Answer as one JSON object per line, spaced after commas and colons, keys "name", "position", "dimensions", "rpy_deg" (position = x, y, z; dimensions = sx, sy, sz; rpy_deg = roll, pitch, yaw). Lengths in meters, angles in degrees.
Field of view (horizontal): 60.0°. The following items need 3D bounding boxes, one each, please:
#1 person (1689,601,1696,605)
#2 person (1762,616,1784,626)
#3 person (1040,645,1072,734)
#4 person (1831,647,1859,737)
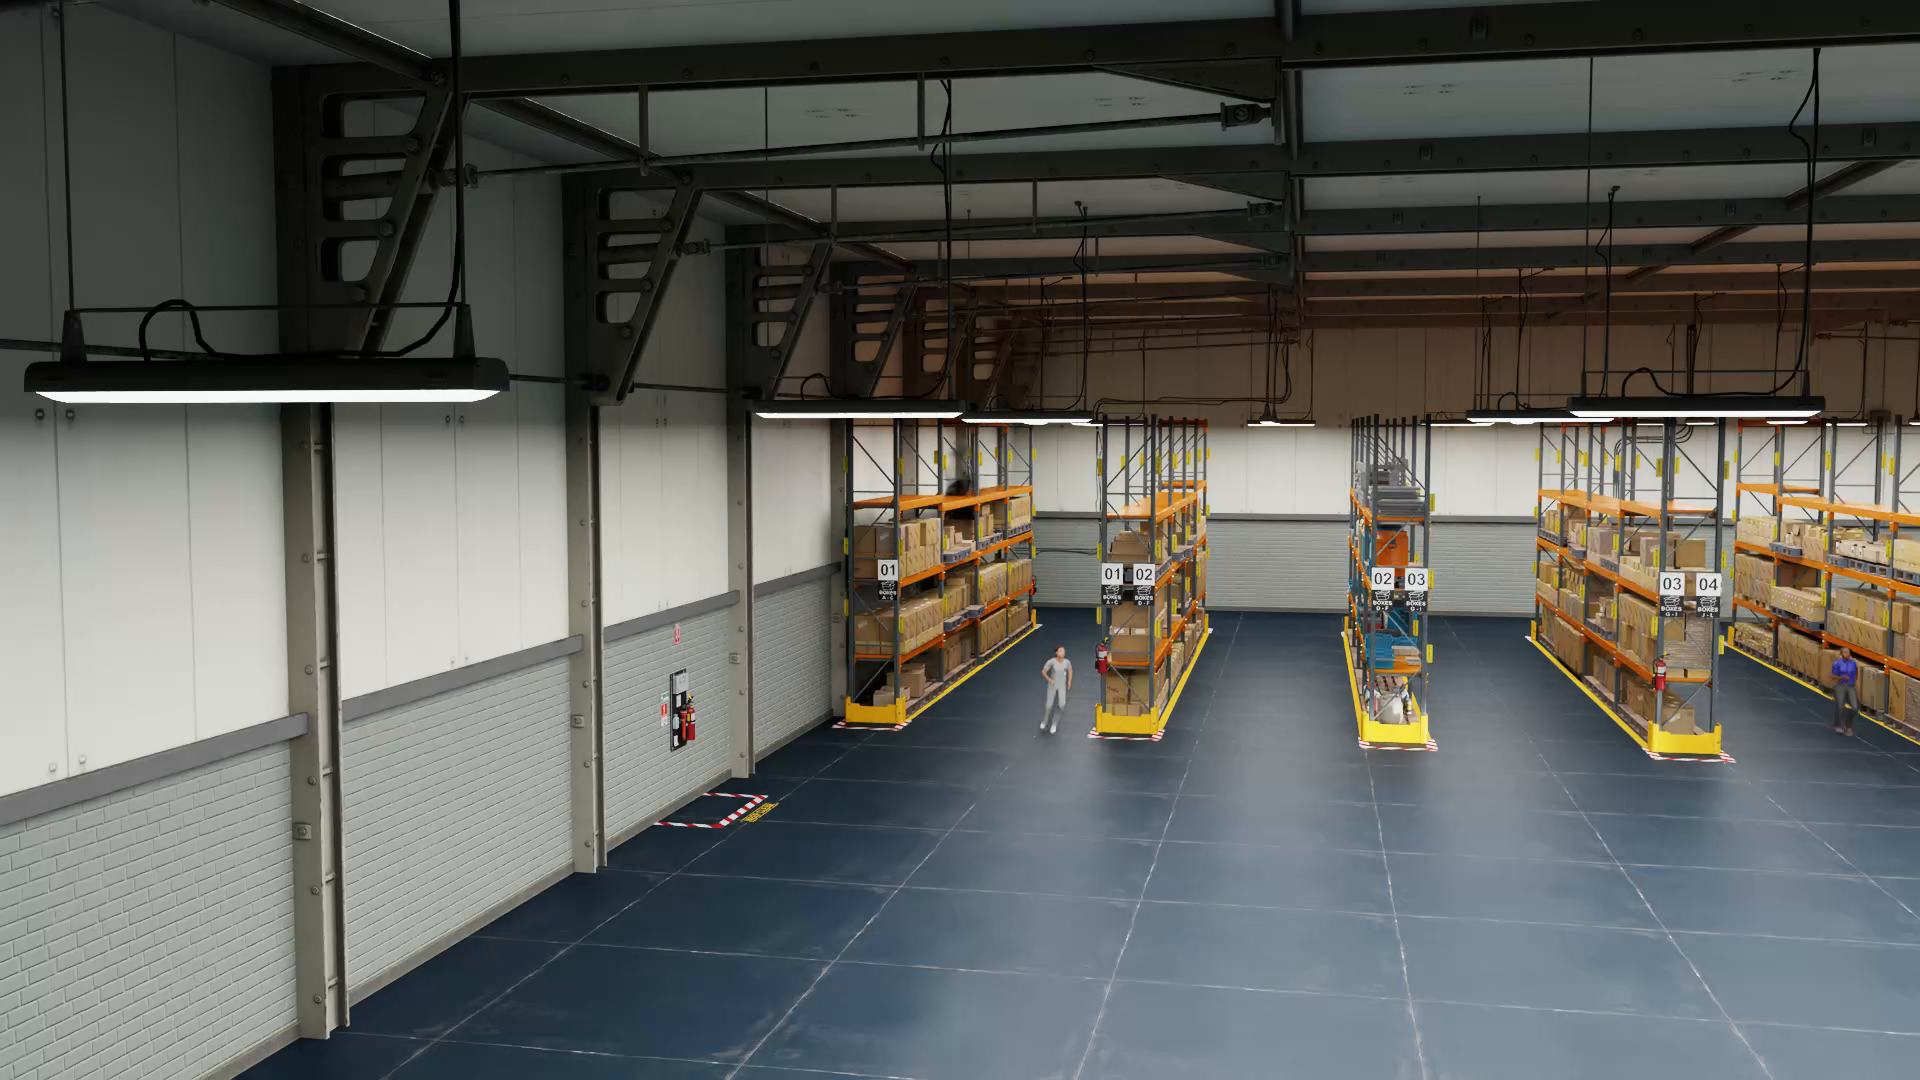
{"name": "person", "position": [18.931, 2.028, 42.972], "dimensions": [0.627, 1.704, 0.828], "rpy_deg": [1, 4, 15]}
{"name": "person", "position": [22.002, 1.934, 44.952], "dimensions": [0.693, 1.646, 0.672], "rpy_deg": [4, 5, 45]}
{"name": "person", "position": [1.847, 2.822, 31.472], "dimensions": [0.628, 1.639, 0.664], "rpy_deg": [-1, 4, -9]}
{"name": "person", "position": [16.554, 2.840, 31.056], "dimensions": [0.555, 1.684, 0.660], "rpy_deg": [1, 4, 8]}
